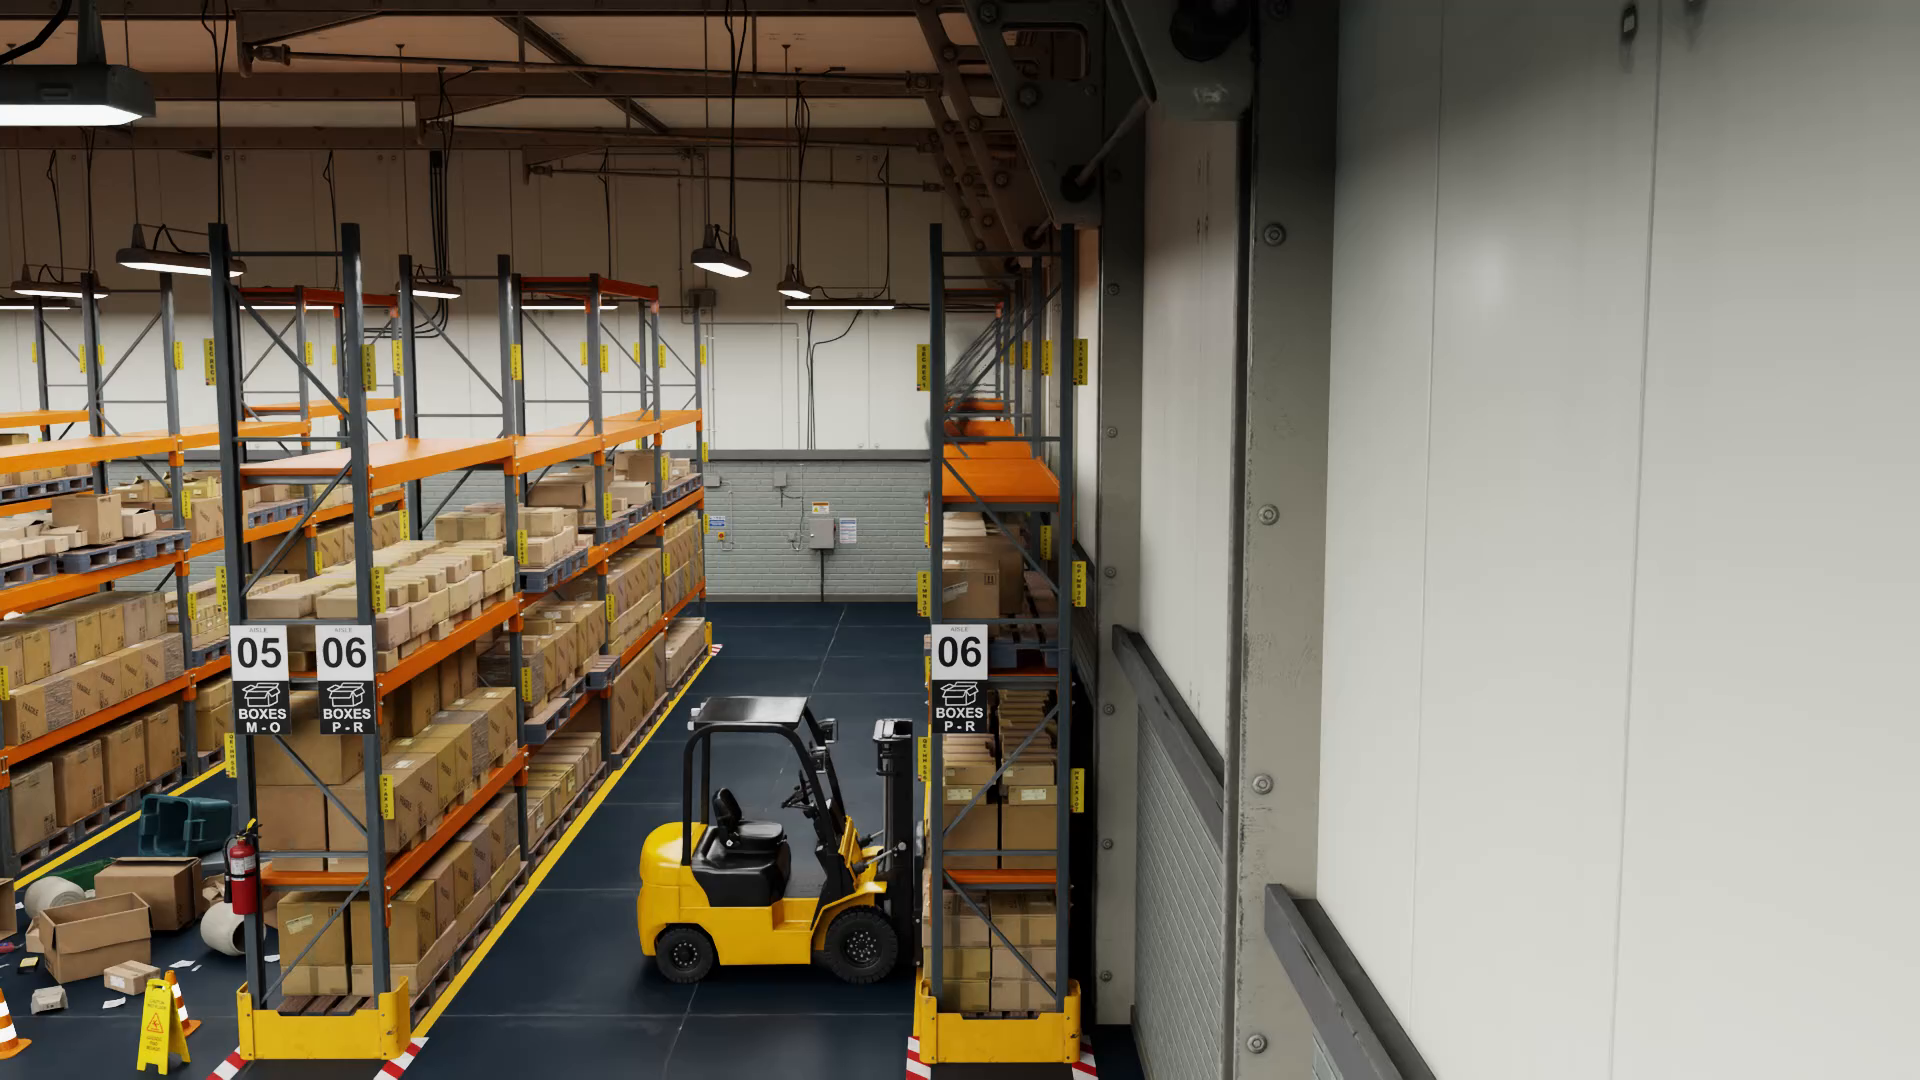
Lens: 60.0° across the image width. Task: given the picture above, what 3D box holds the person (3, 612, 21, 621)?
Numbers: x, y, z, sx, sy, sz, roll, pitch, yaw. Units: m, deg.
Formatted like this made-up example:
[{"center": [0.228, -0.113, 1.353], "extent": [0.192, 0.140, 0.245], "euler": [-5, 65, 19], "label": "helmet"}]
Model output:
[{"center": [-12.166, 1.780, 21.572], "extent": [0.658, 1.783, 0.951], "euler": [-1, 7, -8], "label": "person"}]
